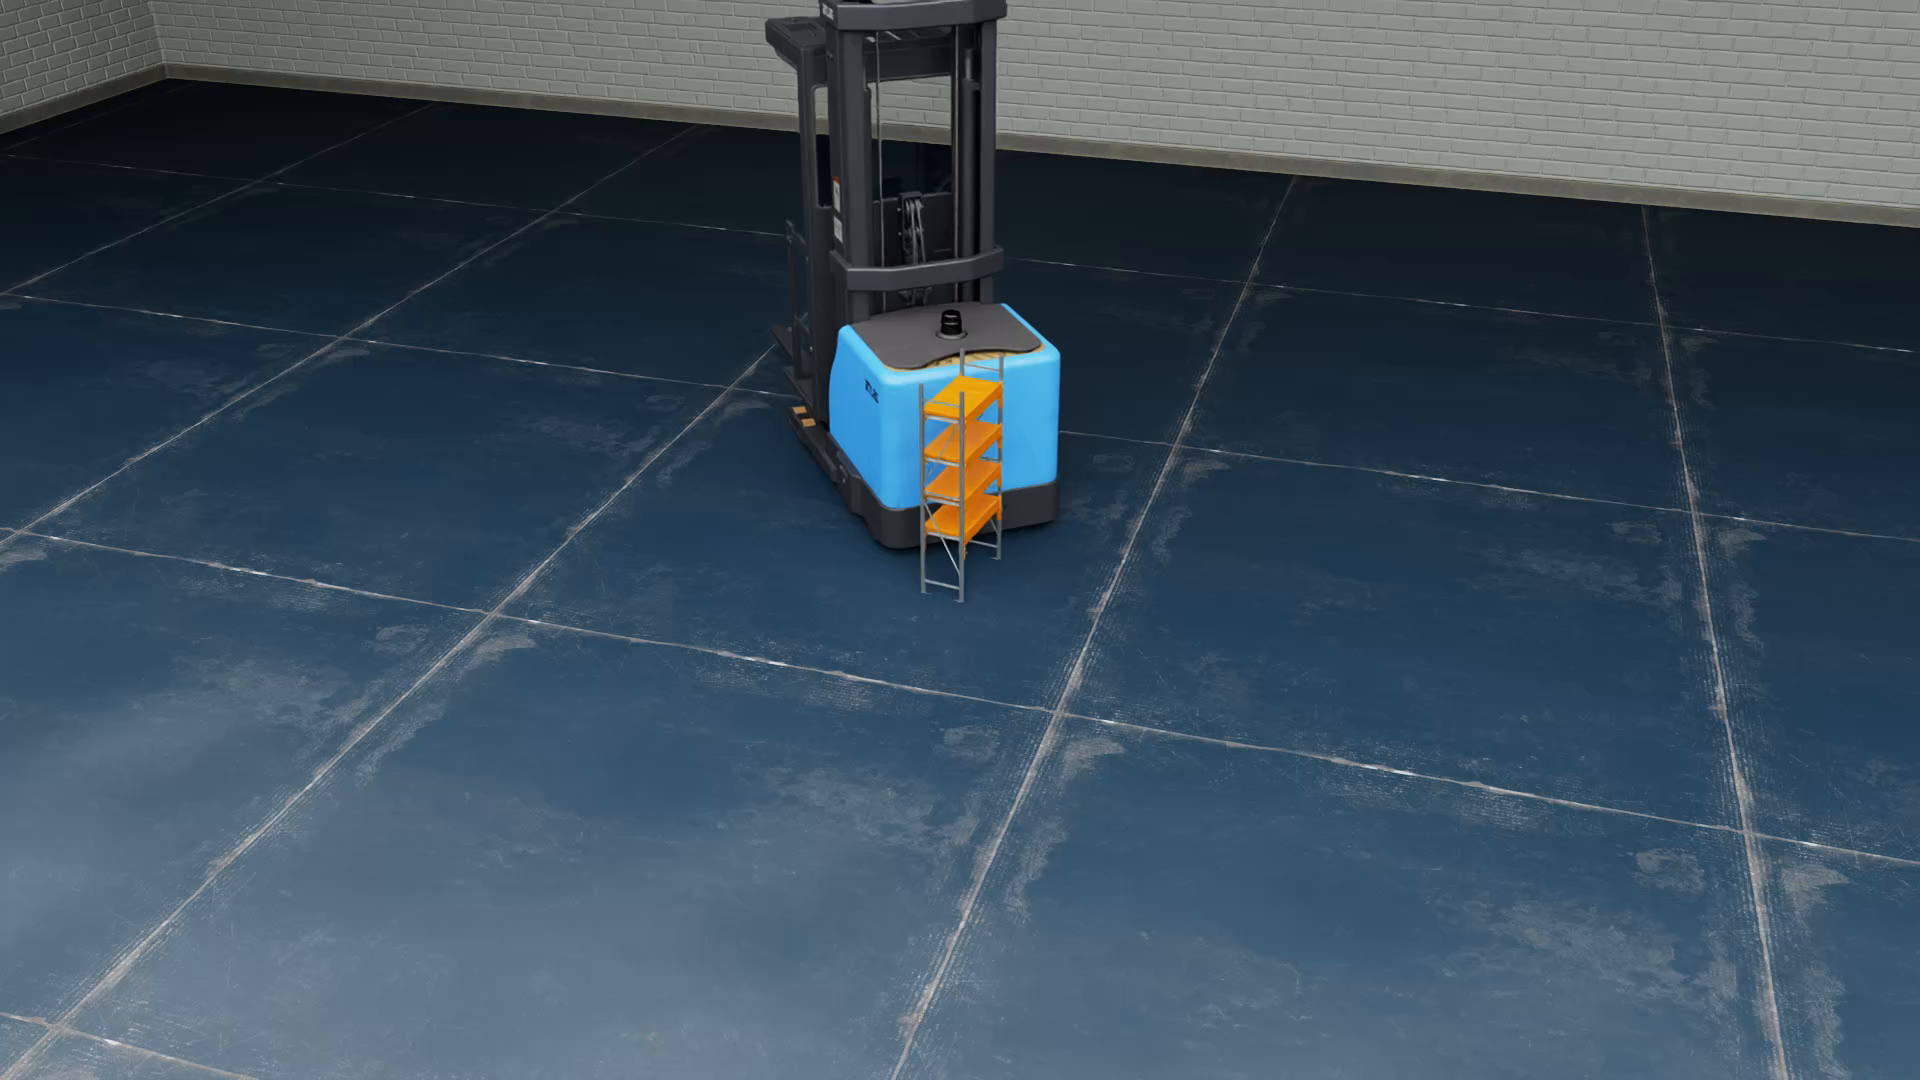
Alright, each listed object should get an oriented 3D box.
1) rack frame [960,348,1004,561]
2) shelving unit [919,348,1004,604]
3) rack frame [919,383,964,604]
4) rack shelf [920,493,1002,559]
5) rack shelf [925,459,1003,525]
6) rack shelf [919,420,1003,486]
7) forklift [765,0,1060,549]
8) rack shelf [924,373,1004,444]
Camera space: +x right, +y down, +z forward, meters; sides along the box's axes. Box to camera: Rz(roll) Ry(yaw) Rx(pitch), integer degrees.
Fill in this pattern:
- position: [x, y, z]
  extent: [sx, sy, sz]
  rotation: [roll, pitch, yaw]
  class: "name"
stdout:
- position: [0.111, -0.436, 8.799]
  extent: [0.240, 1.200, 0.015]
  rotation: [12, 31, 21]
  class: "rack frame"
- position: [0.010, -0.328, 8.605]
  extent: [0.258, 1.200, 0.503]
  rotation: [12, 31, 21]
  class: "shelving unit"
- position: [-0.091, -0.220, 8.411]
  extent: [0.240, 1.200, 0.015]
  rotation: [12, 31, 21]
  class: "rack frame"
- position: [0.010, -0.096, 8.735]
  extent: [0.258, 0.148, 0.480]
  rotation: [12, 31, 21]
  class: "rack shelf"
- position: [0.010, -0.269, 8.638]
  extent: [0.258, 0.148, 0.480]
  rotation: [12, 31, 21]
  class: "rack shelf"
- position: [0.010, -0.465, 8.529]
  extent: [0.258, 0.148, 0.480]
  rotation: [12, 31, 21]
  class: "rack shelf"
- position: [-0.446, -1.934, 9.711]
  extent: [1.130, 2.935, 3.031]
  rotation: [-11, 31, -18]
  class: "forklift"
- position: [0.010, -0.671, 8.414]
  extent: [0.258, 0.148, 0.480]
  rotation: [12, 31, 21]
  class: "rack shelf"
